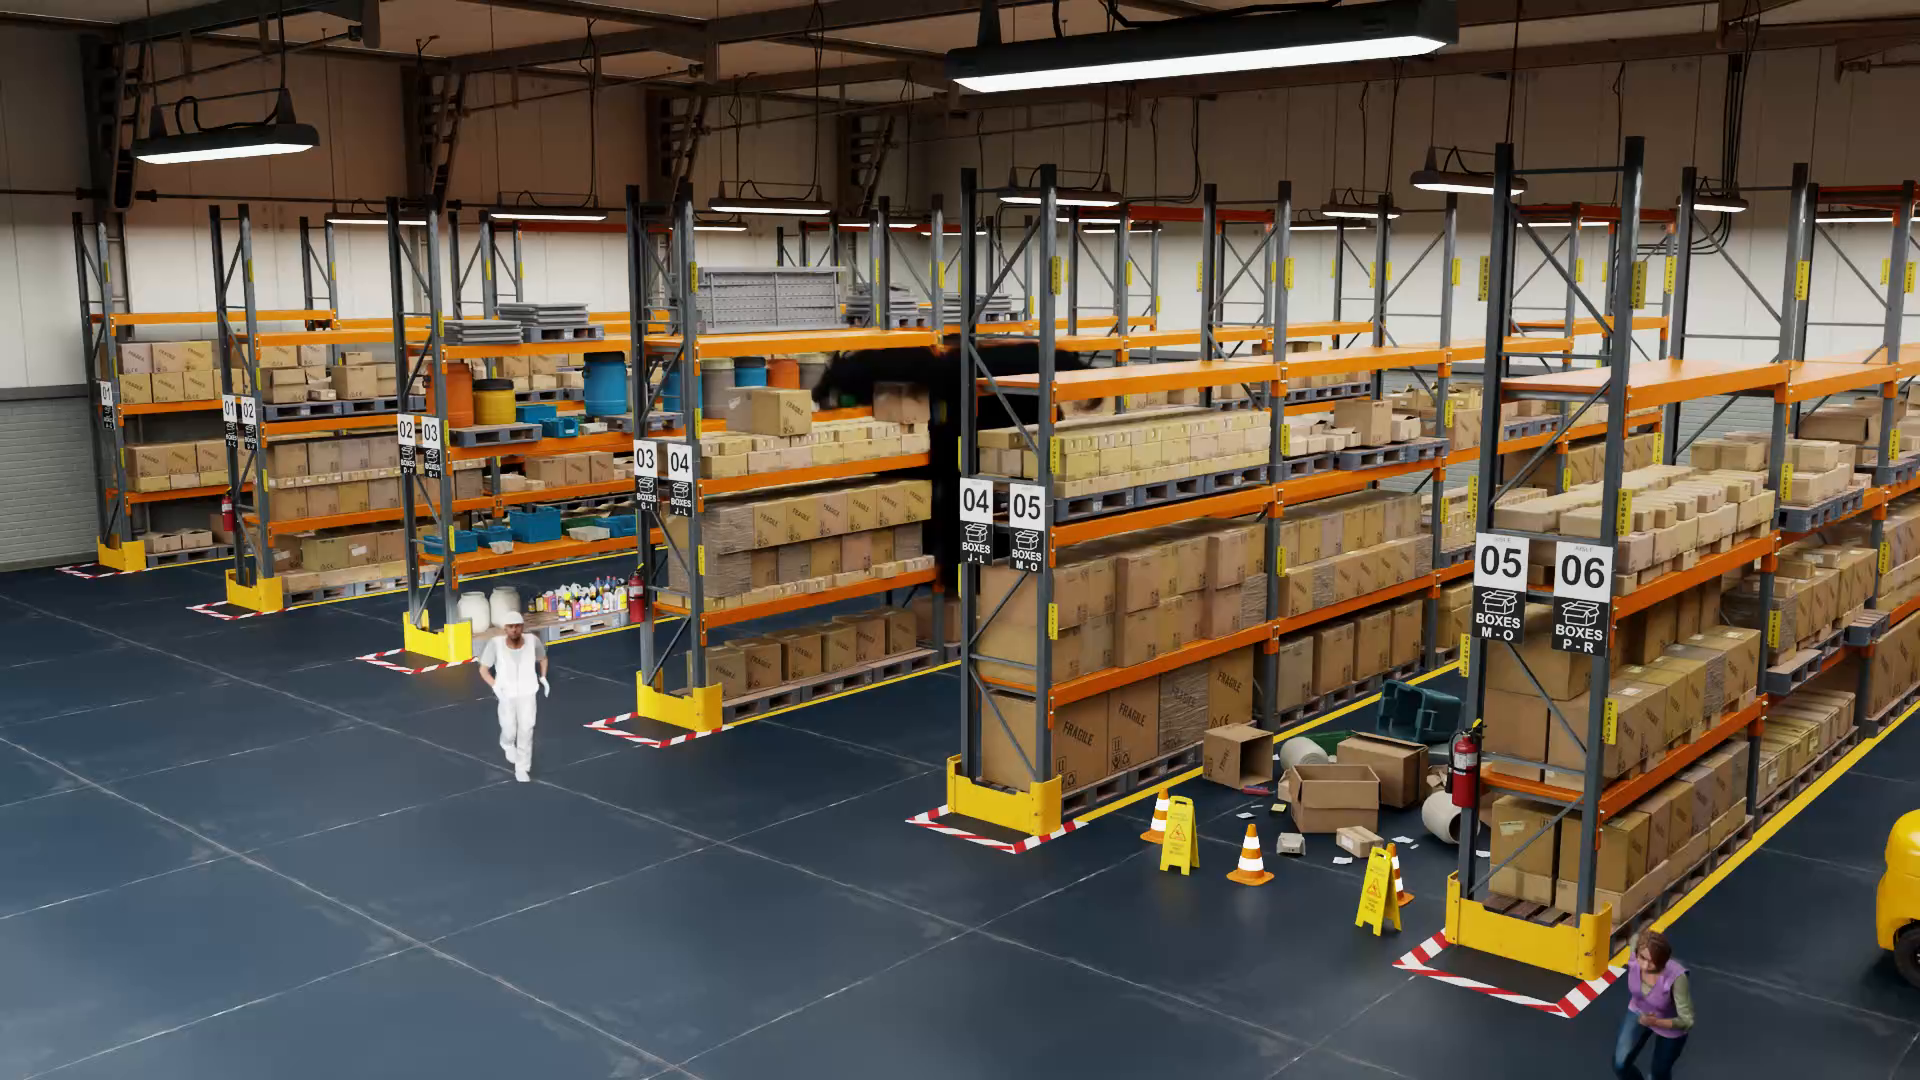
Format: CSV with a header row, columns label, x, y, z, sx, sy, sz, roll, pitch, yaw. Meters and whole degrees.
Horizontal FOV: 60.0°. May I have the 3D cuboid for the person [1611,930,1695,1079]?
label,x,y,z,sx,sy,sz,roll,pitch,yaw
person,4.118,2.866,9.790,0.502,1.369,1.036,8,12,39

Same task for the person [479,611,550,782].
label,x,y,z,sx,sy,sz,roll,pitch,yaw
person,-4.517,1.538,16.861,0.689,1.732,0.774,-4,10,-20
